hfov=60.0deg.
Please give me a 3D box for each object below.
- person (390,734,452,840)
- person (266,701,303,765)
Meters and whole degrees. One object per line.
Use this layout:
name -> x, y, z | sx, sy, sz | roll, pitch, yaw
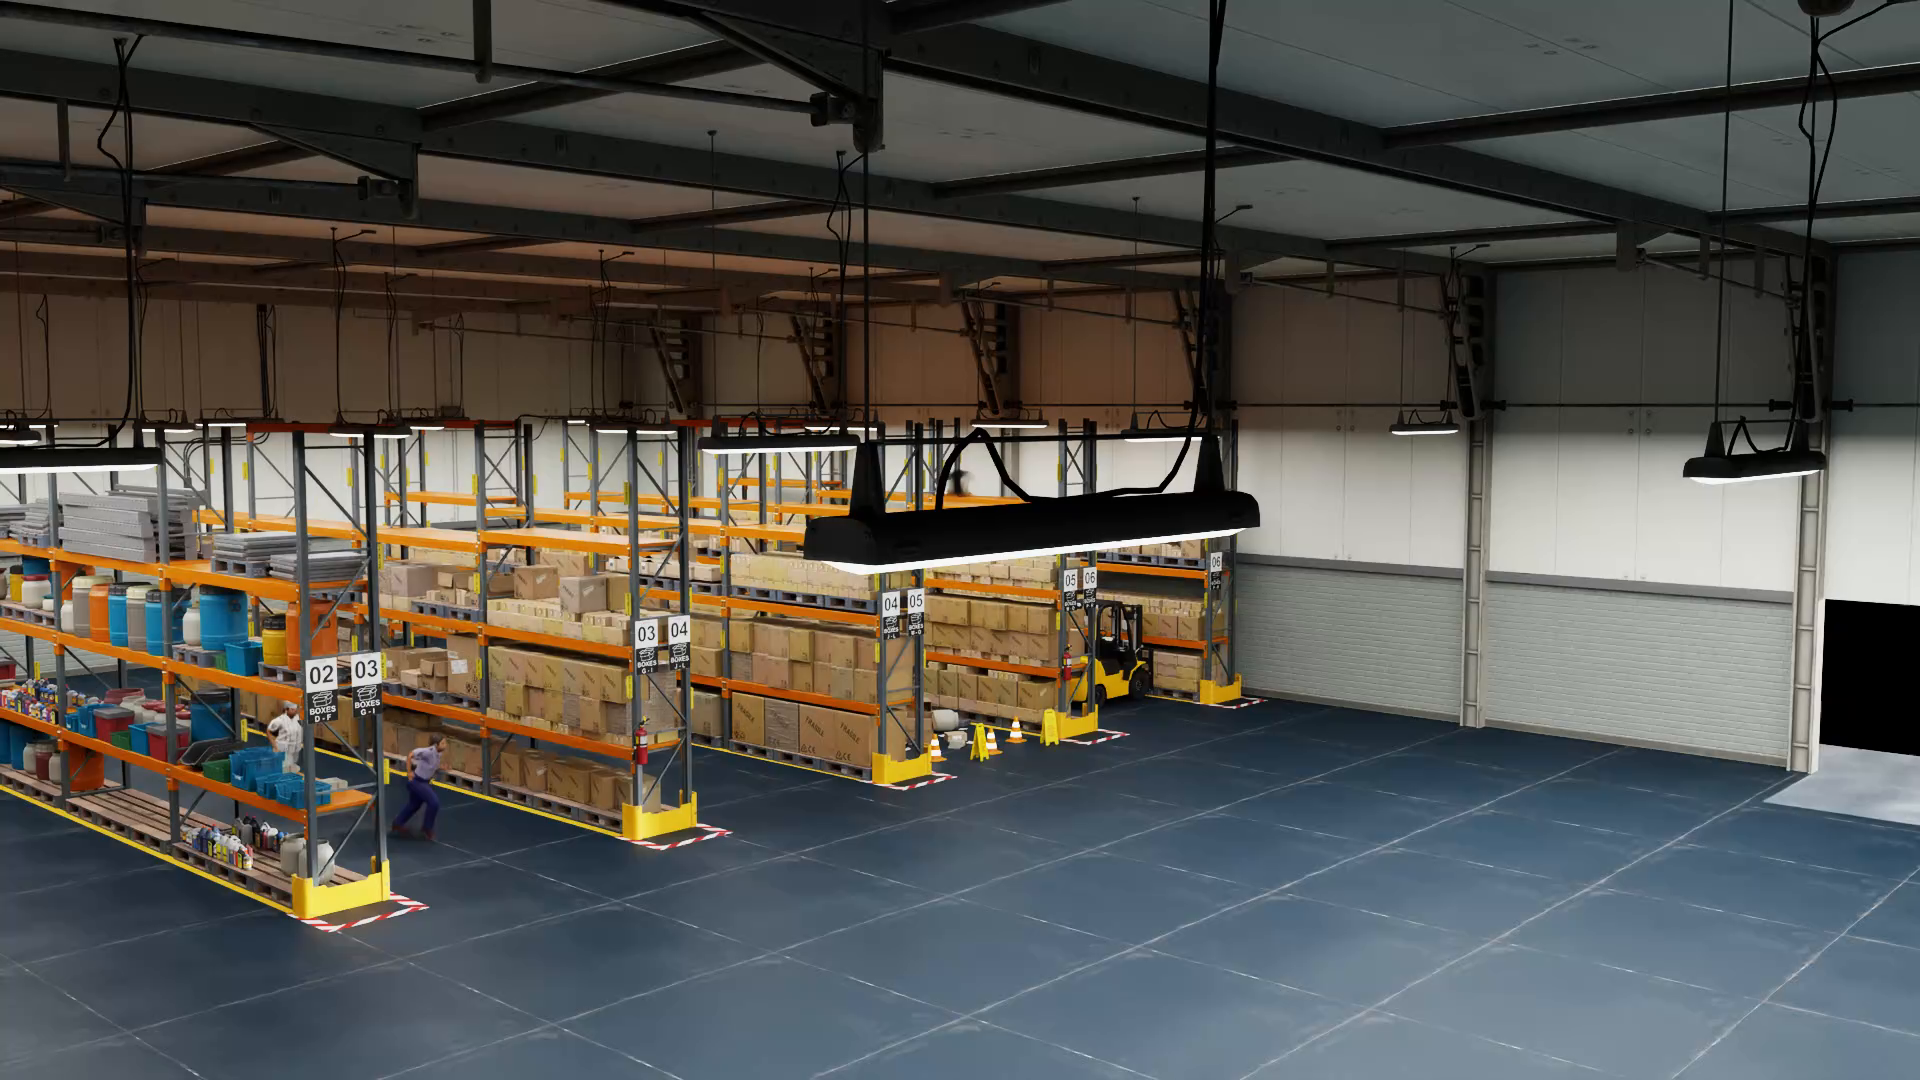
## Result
person -> -7.887, 3.612, 24.229 | 0.946, 1.590, 0.654 | 1, 5, 8
person -> -10.705, 3.360, 26.396 | 0.913, 1.670, 0.582 | 2, 5, 26
